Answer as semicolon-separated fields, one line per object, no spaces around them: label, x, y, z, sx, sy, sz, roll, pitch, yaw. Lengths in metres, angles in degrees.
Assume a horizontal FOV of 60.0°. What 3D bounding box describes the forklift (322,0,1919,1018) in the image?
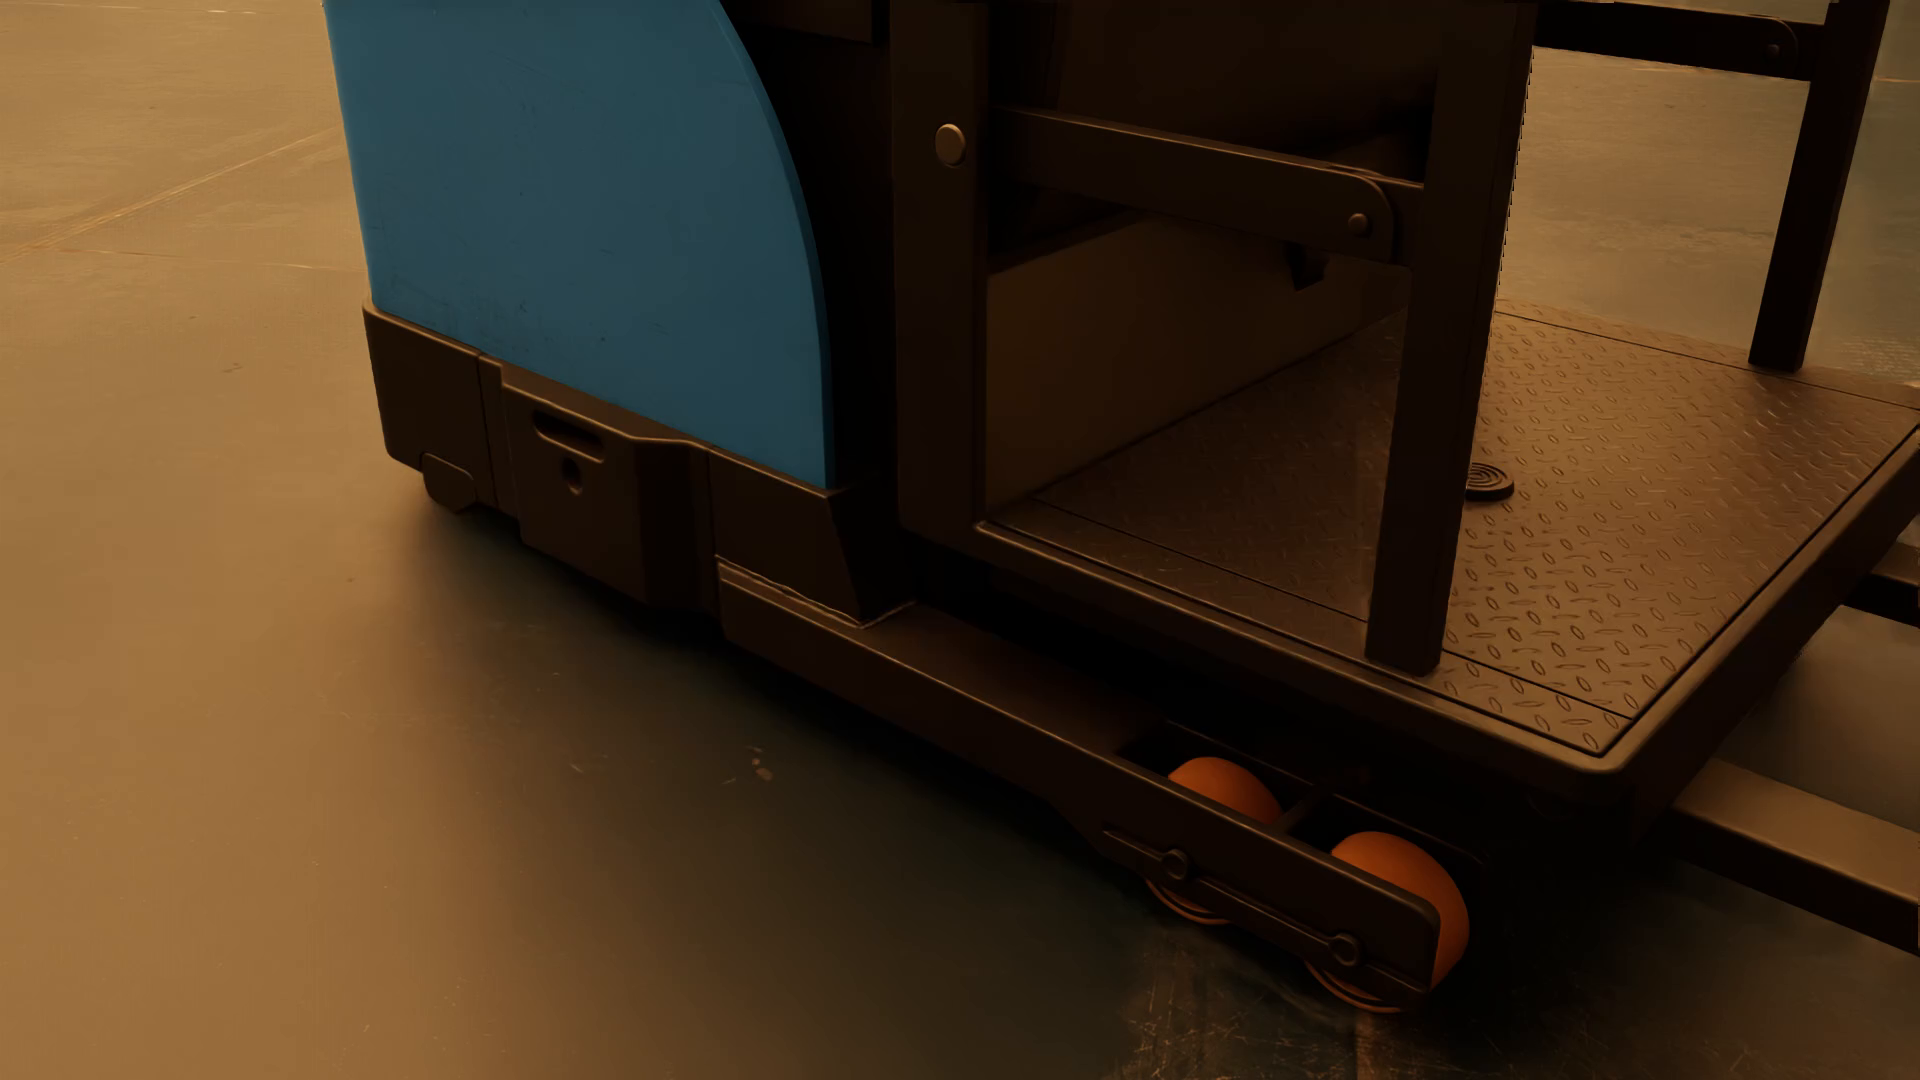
forklift;0.524;-1.124;1.474;3.031;2.935;1.130;22;34;36
